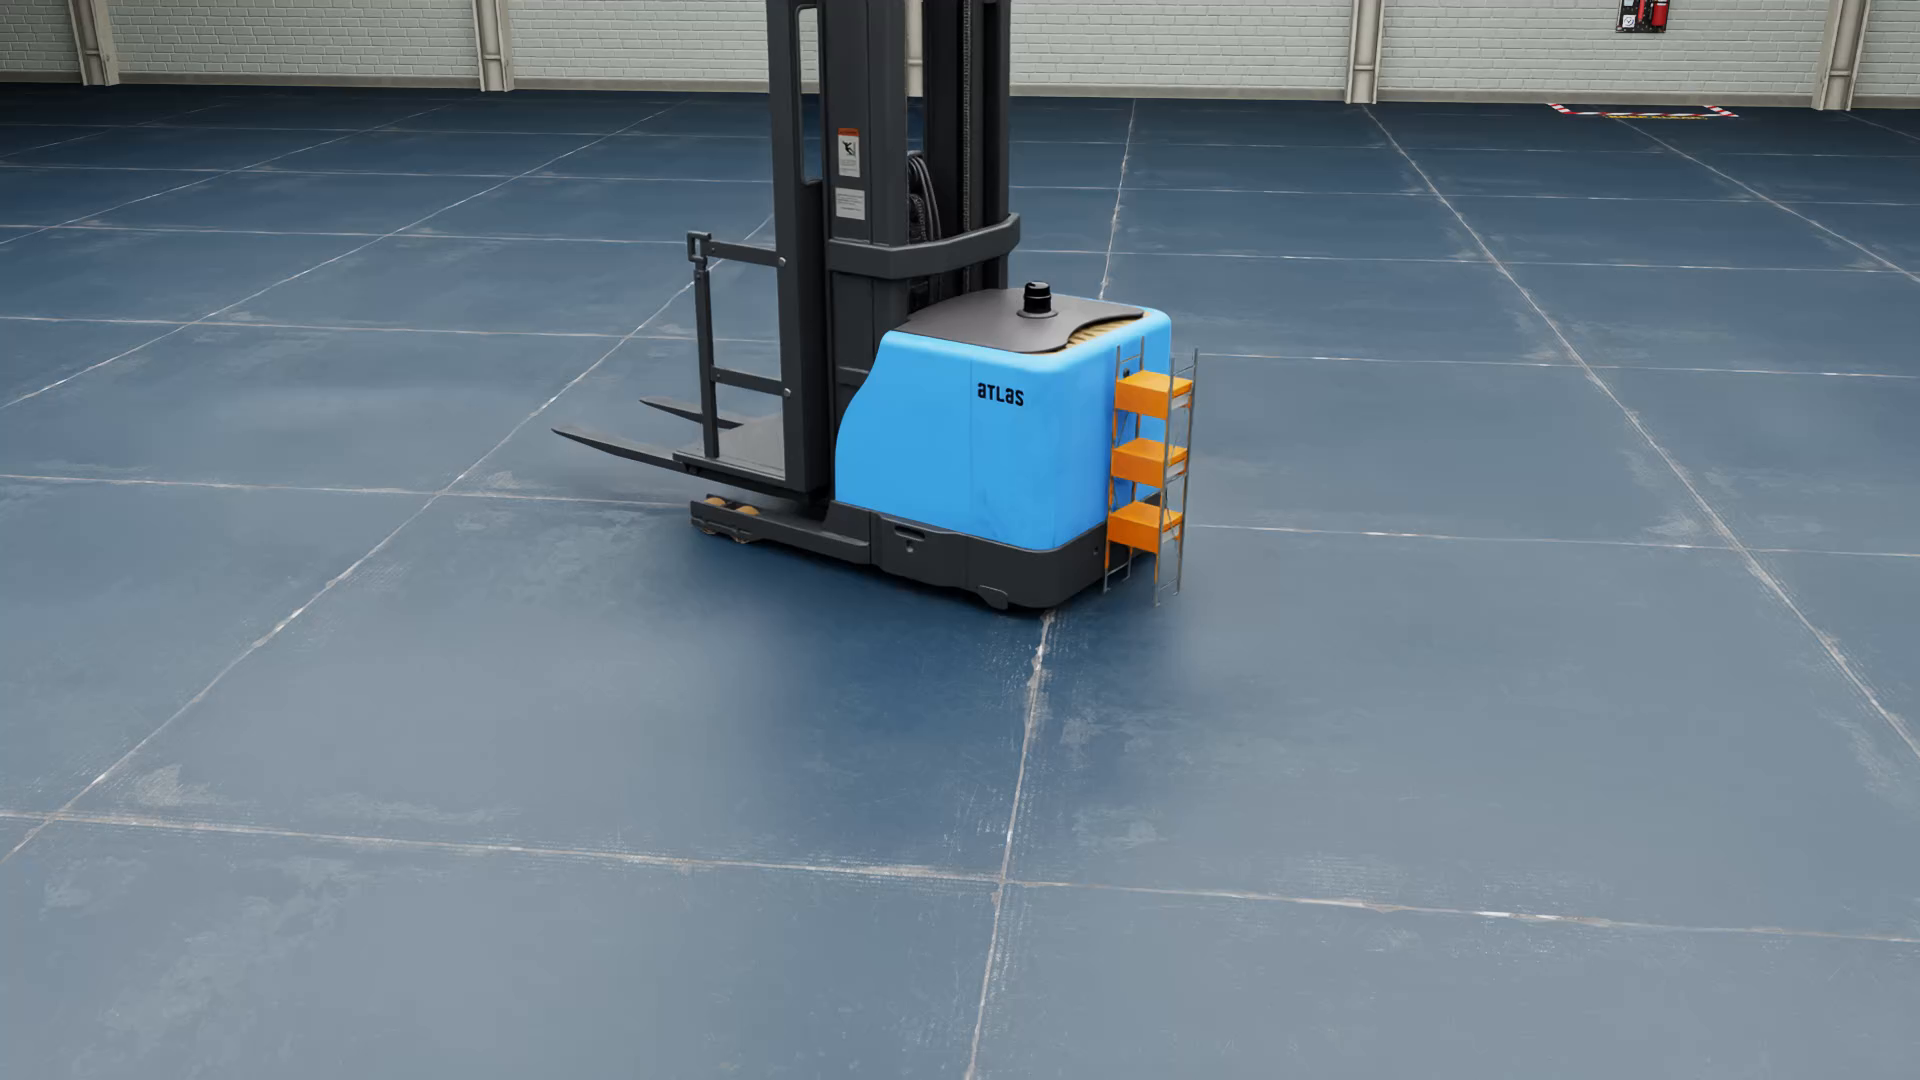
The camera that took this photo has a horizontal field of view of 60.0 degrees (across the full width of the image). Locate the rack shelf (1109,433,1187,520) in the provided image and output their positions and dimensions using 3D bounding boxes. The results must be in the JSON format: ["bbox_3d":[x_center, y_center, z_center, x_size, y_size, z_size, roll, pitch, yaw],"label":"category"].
[{"bbox_3d":[0.761,-0.259,6.689,0.240,0.259,0.215,17,27,33],"label":"rack shelf"}]

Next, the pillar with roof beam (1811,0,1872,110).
[{"bbox_3d":[10.814,-8.224,16.001,0.400,9.000,9.100,2,22,6],"label":"pillar with roof beam"}]

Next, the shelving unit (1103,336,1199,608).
[{"bbox_3d":[0.762,-0.269,6.685,0.252,1.050,0.215,17,27,33],"label":"shelving unit"}]

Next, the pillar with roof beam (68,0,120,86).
[{"bbox_3d":[-13.020,-9.262,18.628,0.400,9.000,9.100,2,22,6],"label":"pillar with roof beam"}]

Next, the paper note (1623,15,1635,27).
[{"bbox_3d":[8.703,-6.750,21.630,0.142,0.148,0.016,2,22,6],"label":"paper note"}]

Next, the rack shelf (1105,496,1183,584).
[{"bbox_3d":[0.756,-0.002,6.794,0.240,0.259,0.215,17,27,33],"label":"rack shelf"}]

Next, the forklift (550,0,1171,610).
[{"bbox_3d":[-0.601,-1.490,7.221,3.031,2.935,1.130,14,26,32],"label":"forklift"}]

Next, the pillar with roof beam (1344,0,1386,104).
[{"bbox_3d":[4.855,-8.483,16.658,0.400,9.000,9.100,2,22,6],"label":"pillar with roof beam"}]

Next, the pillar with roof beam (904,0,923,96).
[{"bbox_3d":[-1.103,-8.743,17.314,0.400,9.000,9.100,2,22,6],"label":"pillar with roof beam"}]

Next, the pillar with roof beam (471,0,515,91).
[{"bbox_3d":[-7.061,-9.002,17.971,0.400,9.000,9.100,2,22,6],"label":"pillar with roof beam"}]

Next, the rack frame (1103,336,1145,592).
[{"bbox_3d":[0.664,-0.299,6.752,0.008,1.050,0.200,17,27,33],"label":"rack frame"}]

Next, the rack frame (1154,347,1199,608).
[{"bbox_3d":[0.859,-0.240,6.617,0.008,1.050,0.200,17,27,33],"label":"rack frame"}]

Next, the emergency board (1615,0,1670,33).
[{"bbox_3d":[8.871,-7.126,21.385,0.643,1.169,0.194,2,22,6],"label":"emergency board"}]

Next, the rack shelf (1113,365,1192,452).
[{"bbox_3d":[0.767,-0.522,6.581,0.240,0.259,0.215,17,27,33],"label":"rack shelf"}]
